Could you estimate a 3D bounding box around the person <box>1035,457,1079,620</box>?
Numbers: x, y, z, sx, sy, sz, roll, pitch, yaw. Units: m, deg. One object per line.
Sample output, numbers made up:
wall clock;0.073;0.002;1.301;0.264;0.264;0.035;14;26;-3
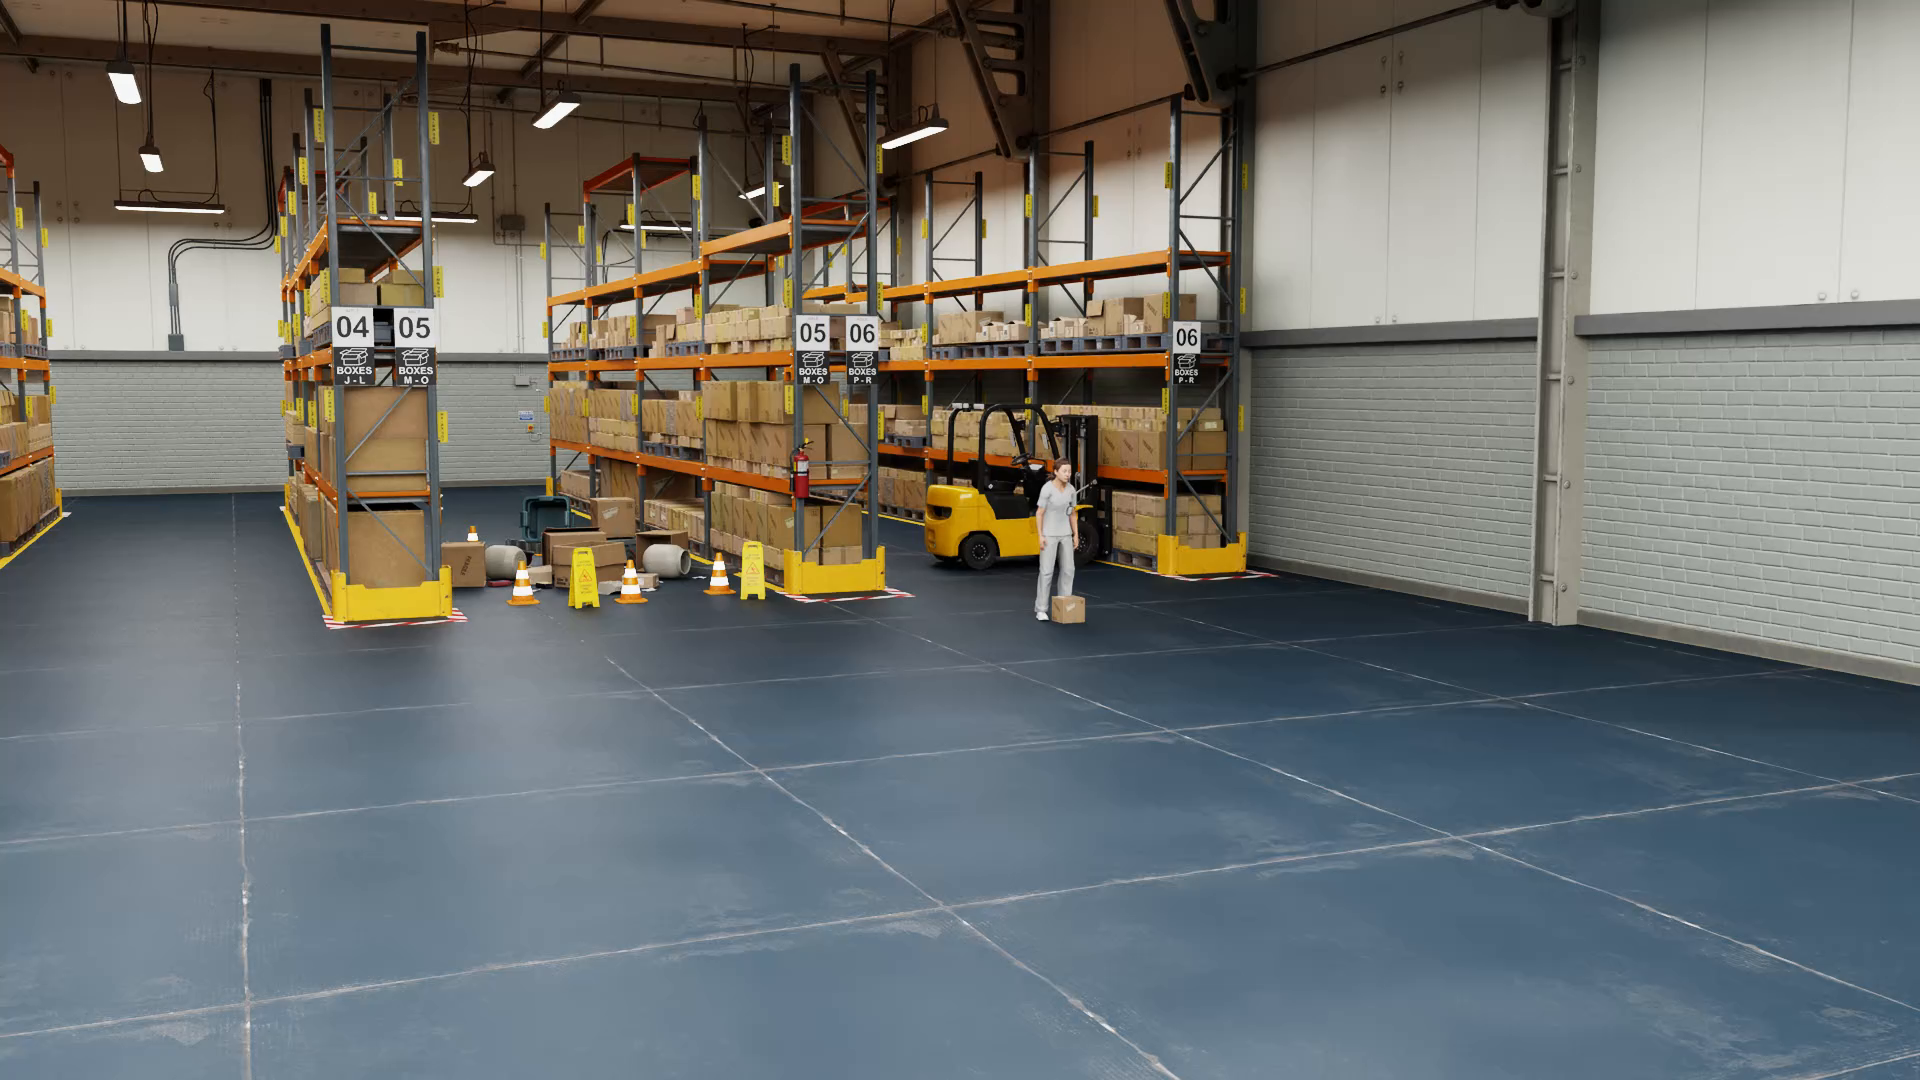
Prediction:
person;1.015;-0.015;17.151;0.514;1.667;0.414;-3;6;-27
